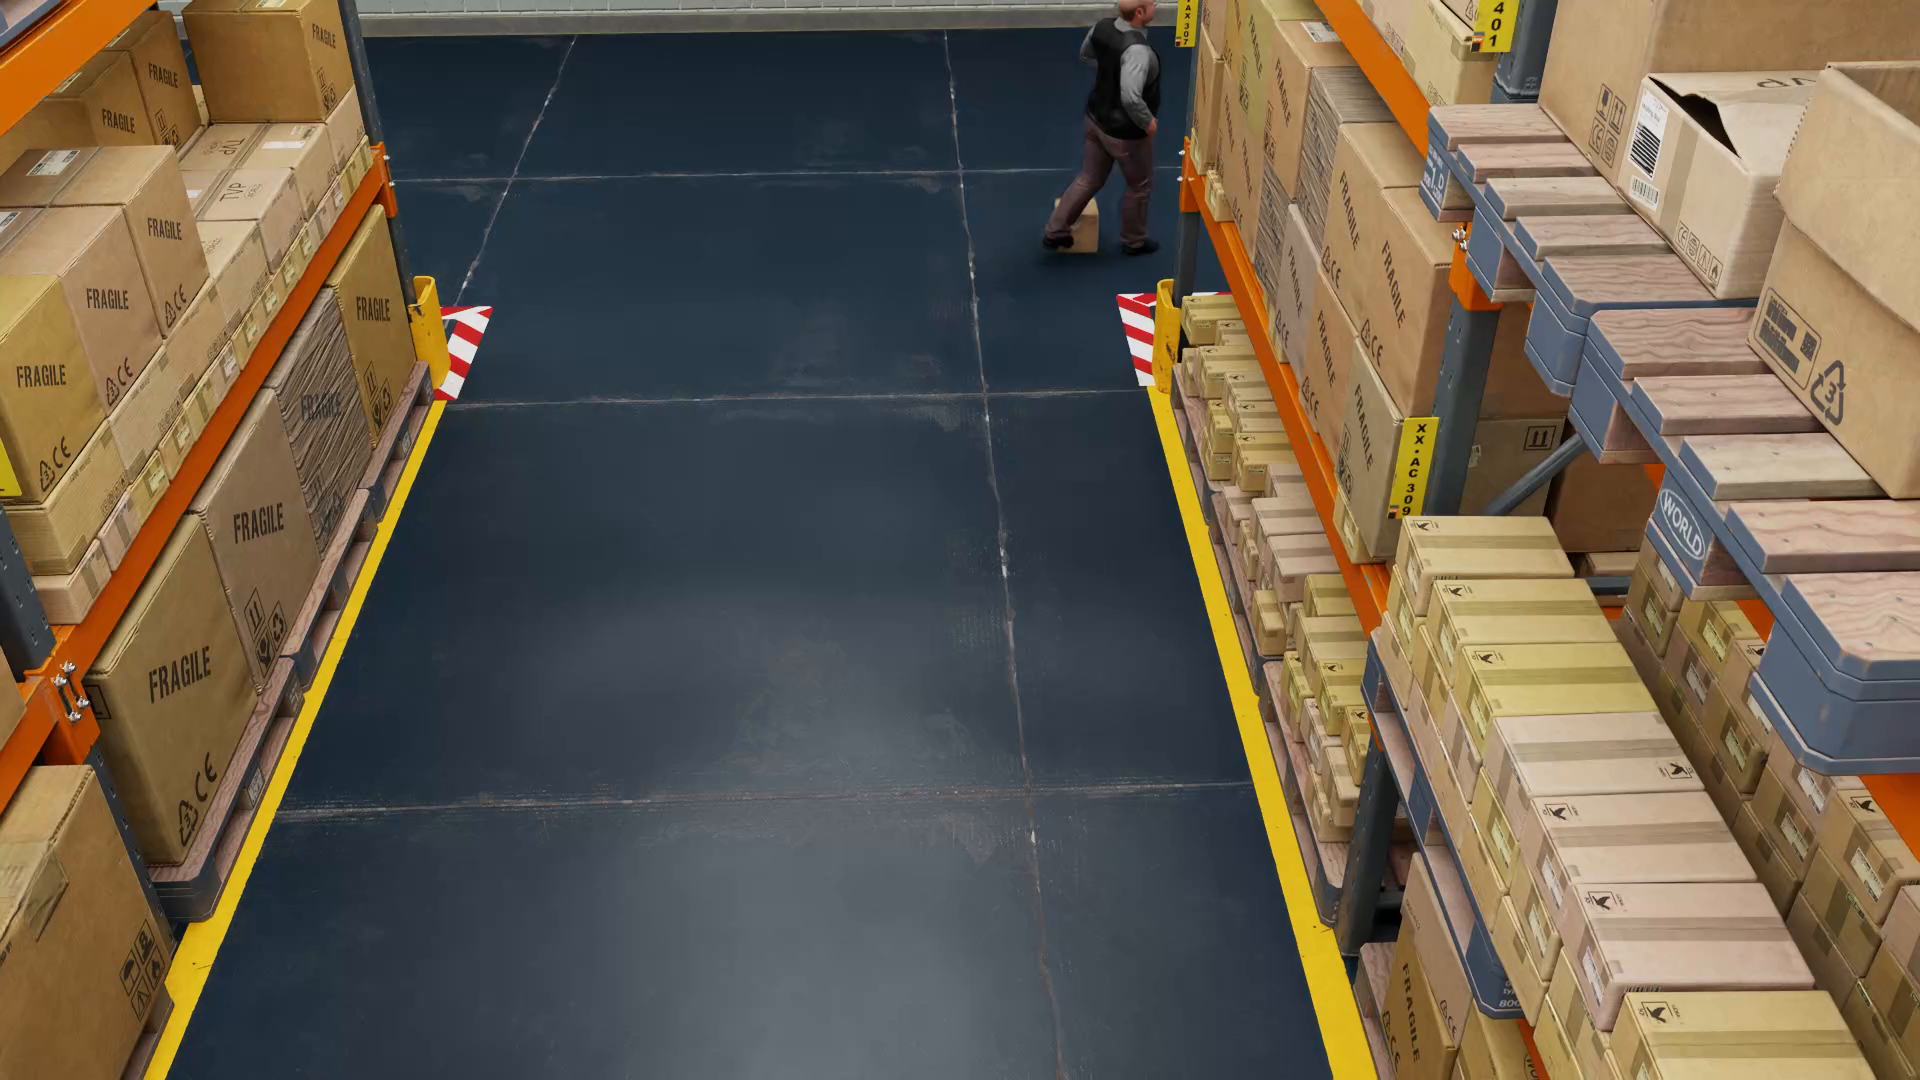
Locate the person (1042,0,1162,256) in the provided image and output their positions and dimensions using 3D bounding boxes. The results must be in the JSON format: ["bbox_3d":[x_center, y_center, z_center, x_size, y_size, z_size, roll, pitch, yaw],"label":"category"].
[{"bbox_3d":[0.951,-2.349,9.530,0.761,1.731,0.756,-17,38,-22],"label":"person"}]
